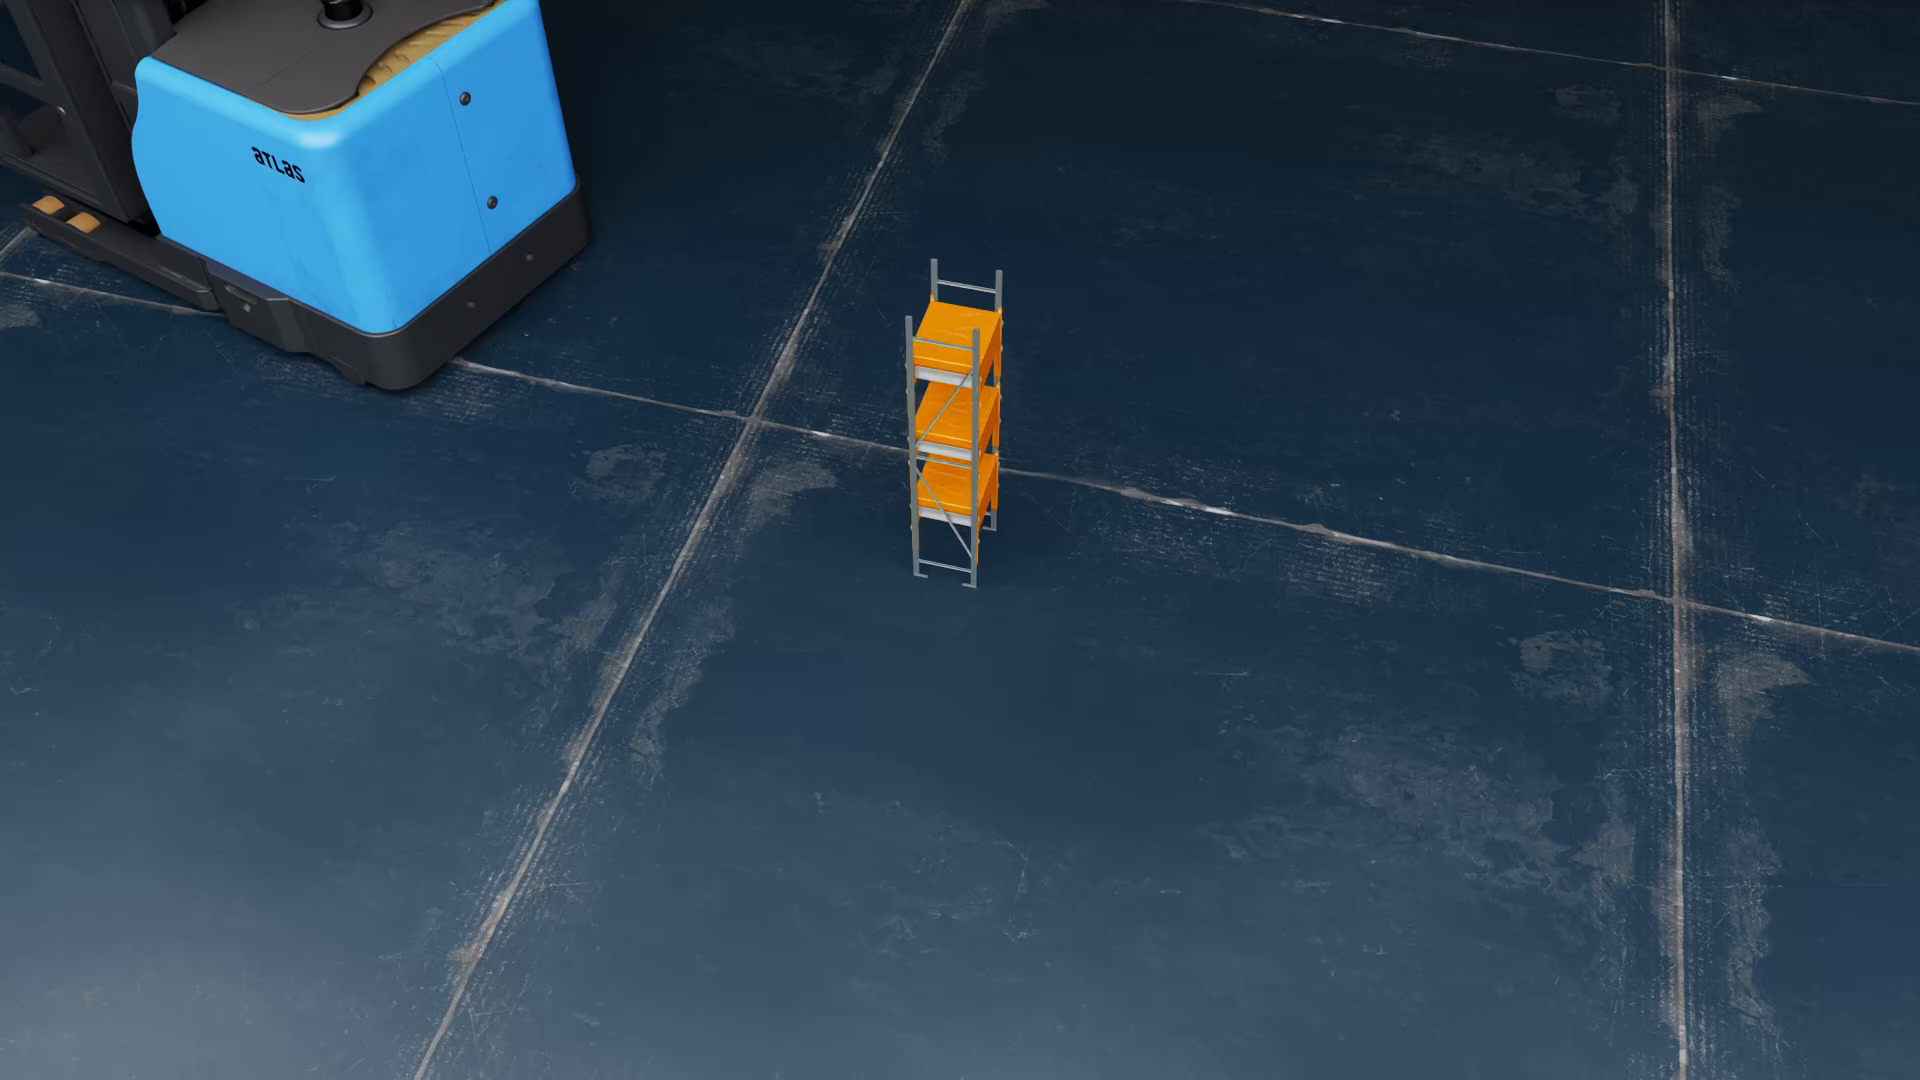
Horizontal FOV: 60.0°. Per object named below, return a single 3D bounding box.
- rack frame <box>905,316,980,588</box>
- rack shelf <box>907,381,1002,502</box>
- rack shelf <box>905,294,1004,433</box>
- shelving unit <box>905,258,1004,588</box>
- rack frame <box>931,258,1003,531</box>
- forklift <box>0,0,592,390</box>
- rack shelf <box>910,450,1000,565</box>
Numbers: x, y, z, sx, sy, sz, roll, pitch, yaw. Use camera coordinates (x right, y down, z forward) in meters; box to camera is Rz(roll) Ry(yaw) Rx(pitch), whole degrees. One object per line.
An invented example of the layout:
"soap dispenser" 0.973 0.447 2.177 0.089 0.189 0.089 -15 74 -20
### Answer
"rack frame" -0.046 -0.220 4.744 0.200 1.050 0.008 12 50 10
"rack shelf" -0.014 -0.302 4.830 0.215 0.259 0.240 12 50 10
"rack shelf" -0.014 -0.489 4.617 0.215 0.259 0.240 12 50 10
"shelving unit" -0.014 -0.309 4.822 0.215 1.050 0.252 12 50 10
"rack frame" 0.018 -0.397 4.900 0.200 1.050 0.008 12 50 10
"forklift" -2.885 -2.326 5.348 3.031 2.935 1.130 25 53 20
"rack shelf" -0.014 -0.118 5.039 0.215 0.259 0.240 12 50 10
